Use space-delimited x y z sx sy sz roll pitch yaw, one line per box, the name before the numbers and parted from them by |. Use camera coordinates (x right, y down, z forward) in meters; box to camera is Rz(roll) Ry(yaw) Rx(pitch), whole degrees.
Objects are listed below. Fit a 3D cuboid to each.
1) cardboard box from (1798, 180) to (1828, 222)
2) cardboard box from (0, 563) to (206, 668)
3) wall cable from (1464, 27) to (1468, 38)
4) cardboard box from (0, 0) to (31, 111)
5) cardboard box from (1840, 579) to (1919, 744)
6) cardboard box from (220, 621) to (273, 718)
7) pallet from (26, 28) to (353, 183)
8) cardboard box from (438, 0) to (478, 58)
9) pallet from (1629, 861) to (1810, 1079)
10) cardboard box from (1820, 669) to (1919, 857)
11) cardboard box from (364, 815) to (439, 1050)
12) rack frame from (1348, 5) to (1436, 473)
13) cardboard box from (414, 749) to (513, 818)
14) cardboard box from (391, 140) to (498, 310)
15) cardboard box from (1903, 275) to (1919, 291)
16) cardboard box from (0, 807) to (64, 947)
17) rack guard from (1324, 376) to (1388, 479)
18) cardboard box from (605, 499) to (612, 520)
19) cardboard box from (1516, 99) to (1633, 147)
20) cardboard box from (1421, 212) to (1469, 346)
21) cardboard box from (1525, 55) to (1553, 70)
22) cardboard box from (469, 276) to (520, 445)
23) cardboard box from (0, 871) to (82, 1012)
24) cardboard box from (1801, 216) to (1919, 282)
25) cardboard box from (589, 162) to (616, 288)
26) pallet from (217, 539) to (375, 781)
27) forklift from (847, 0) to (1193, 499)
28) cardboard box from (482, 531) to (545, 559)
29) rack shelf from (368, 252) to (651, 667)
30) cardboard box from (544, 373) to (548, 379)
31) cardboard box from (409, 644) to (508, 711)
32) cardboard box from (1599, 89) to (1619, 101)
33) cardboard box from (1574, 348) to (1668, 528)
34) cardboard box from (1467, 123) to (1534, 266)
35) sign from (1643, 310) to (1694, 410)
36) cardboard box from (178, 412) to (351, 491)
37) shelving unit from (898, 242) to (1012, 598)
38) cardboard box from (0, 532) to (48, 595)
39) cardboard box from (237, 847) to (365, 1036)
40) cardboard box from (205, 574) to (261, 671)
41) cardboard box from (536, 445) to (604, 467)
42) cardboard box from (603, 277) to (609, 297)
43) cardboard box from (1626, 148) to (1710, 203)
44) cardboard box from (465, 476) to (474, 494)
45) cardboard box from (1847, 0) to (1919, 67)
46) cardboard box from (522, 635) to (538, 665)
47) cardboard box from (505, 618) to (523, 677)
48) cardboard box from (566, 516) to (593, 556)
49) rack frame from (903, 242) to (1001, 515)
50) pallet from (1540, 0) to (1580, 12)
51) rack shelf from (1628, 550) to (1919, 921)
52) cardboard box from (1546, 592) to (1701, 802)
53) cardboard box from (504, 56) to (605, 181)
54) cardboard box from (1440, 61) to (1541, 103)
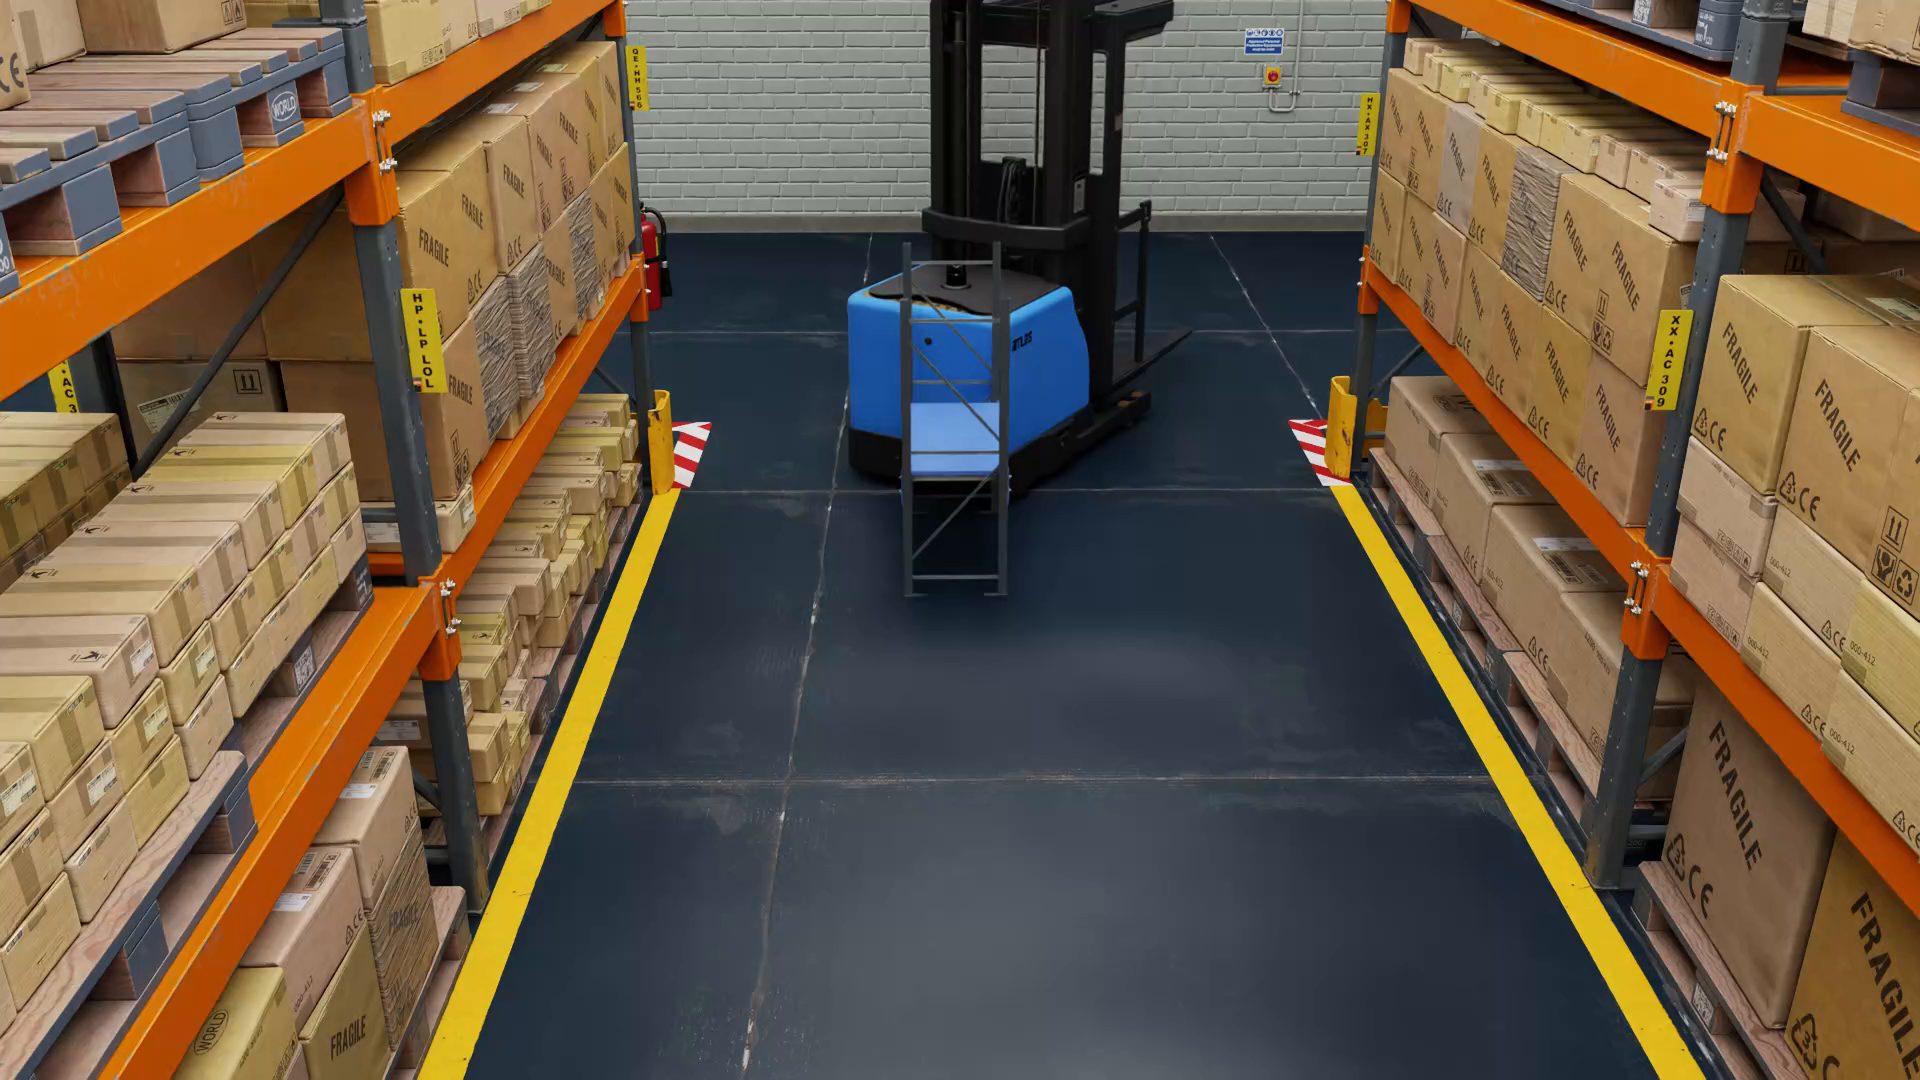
cardboard box | 3.009 -1.167 5.569 0.380 0.149 0.250 0 24 0
cardboard box | -1.971 0.173 3.800 0.380 0.149 0.250 -1 24 -2
wall cable | 4.061 -4.580 14.003 0.588 1.984 0.122 0 24 -1
cardboard box | -2.292 -1.038 3.130 0.797 0.503 0.637 -1 24 -1
cardboard box | 2.507 0.312 3.995 0.500 0.250 0.500 0 24 0
cardboard box | -1.968 0.329 4.178 0.380 0.149 0.250 -1 24 -3
pallet | -2.277 -1.096 4.122 1.213 0.211 1.003 0 24 -1
cardboard box | -1.933 -1.767 5.558 0.500 0.250 0.500 -1 24 -1
pallet | 2.855 1.454 5.278 1.003 0.211 1.213 0 24 -1
cardboard box | 2.509 0.542 4.095 0.500 0.250 0.500 0 24 -1
cardboard box | -1.917 1.182 5.021 0.500 0.500 0.500 -1 24 -2
rack frame | 2.728 -1.782 9.050 1.000 3.000 0.127 0 24 -1
cardboard box | -1.860 0.886 6.100 0.380 0.149 0.250 -1 24 -3
cardboard box | -1.959 -1.107 5.862 0.500 0.500 0.500 -1 24 -2
cardboard box | 3.027 -0.452 4.775 0.500 0.500 0.500 1 24 1
cardboard box | -1.953 0.635 3.140 0.380 0.149 0.250 0 24 -1
rack guard | 2.728 -0.653 9.587 1.175 0.500 0.348 0 24 -1
cardboard box | -1.986 -0.180 8.458 0.380 0.149 0.250 0 24 -1
cardboard box | 2.481 -1.684 6.712 0.380 0.149 0.250 0 24 -1
cardboard box | 2.467 -1.211 7.665 0.500 0.500 0.500 0 24 -1
cardboard box | 2.959 -2.327 8.134 0.380 0.149 0.250 0 24 0
cardboard box | -1.943 -0.660 6.087 0.500 0.500 0.500 0 24 -1
cardboard box | -1.953 0.770 3.203 0.380 0.149 0.250 0 24 0
cardboard box | 3.008 -0.832 5.615 0.500 0.500 0.500 0 24 0
cardboard box | -1.958 -1.503 7.951 0.500 0.500 0.500 -1 24 -1
pallet | -2.314 0.333 4.606 1.003 0.211 1.213 0 24 -1
forklift | 0.547 -2.122 9.884 1.130 2.935 3.031 14 28 28
cardboard box | -2.002 0.081 7.158 0.380 0.149 0.250 -1 24 -3
rack shelf | -2.199 -0.566 7.235 1.077 0.370 4.000 0 24 -1
cardboard box | -1.965 -0.726 7.021 0.380 0.149 0.250 1 24 1
cardboard box | -1.917 0.510 6.210 0.380 0.149 0.250 1 24 2
cardboard box | 3.001 -1.906 7.203 0.380 0.149 0.250 0 24 1
cardboard box | 2.511 -0.369 5.805 0.500 0.500 0.500 0 24 0
cardboard box | 2.481 -1.454 6.989 0.500 0.500 0.500 0 24 0
sign | 2.217 -0.561 5.204 0.100 0.325 0.005 0 24 -1
cardboard box | -1.978 -0.253 4.743 0.380 0.149 0.250 1 24 2
shelving unit | -0.032 -0.618 8.297 0.538 1.500 1.048 0 24 -1
cardboard box | -2.625 0.095 4.334 0.380 0.149 0.250 0 24 1
cardboard box | -1.924 1.054 4.394 0.500 0.250 0.500 1 24 2
cardboard box | -1.964 0.204 4.093 0.380 0.149 0.250 -1 24 -2
cardboard box | -1.947 -0.348 8.107 0.380 0.149 0.250 -1 24 -3
cardboard box | -1.952 -1.265 8.211 0.380 0.149 0.250 0 24 -1
cardboard box | 2.563 -1.268 5.791 0.380 0.149 0.250 0 24 0
cardboard box | -1.930 -0.180 5.812 0.380 0.149 0.250 0 24 1
cardboard box | 2.491 -1.373 3.875 0.500 0.500 0.500 -1 24 -2
cardboard box | -2.008 0.459 7.044 0.380 0.149 0.250 -1 24 -3
cardboard box | -1.992 0.436 6.735 0.380 0.149 0.250 -1 24 -3
cardboard box | -1.919 0.003 7.692 0.380 0.149 0.250 1 24 2
rack frame | -0.041 -0.828 8.760 0.500 1.500 0.032 0 24 -1
pallet | 2.763 -2.299 6.660 1.003 0.211 1.213 0 24 -1
rack shelf | 2.793 1.018 3.732 1.077 0.370 4.000 0 24 -1
cardboard box | 2.872 0.583 6.420 0.875 0.438 0.875 -1 24 -1
cardboard box | -1.962 -1.959 7.745 0.500 0.500 0.500 -1 24 -2
cardboard box | 2.438 -2.108 7.648 0.380 0.149 0.250 -1 24 -2
